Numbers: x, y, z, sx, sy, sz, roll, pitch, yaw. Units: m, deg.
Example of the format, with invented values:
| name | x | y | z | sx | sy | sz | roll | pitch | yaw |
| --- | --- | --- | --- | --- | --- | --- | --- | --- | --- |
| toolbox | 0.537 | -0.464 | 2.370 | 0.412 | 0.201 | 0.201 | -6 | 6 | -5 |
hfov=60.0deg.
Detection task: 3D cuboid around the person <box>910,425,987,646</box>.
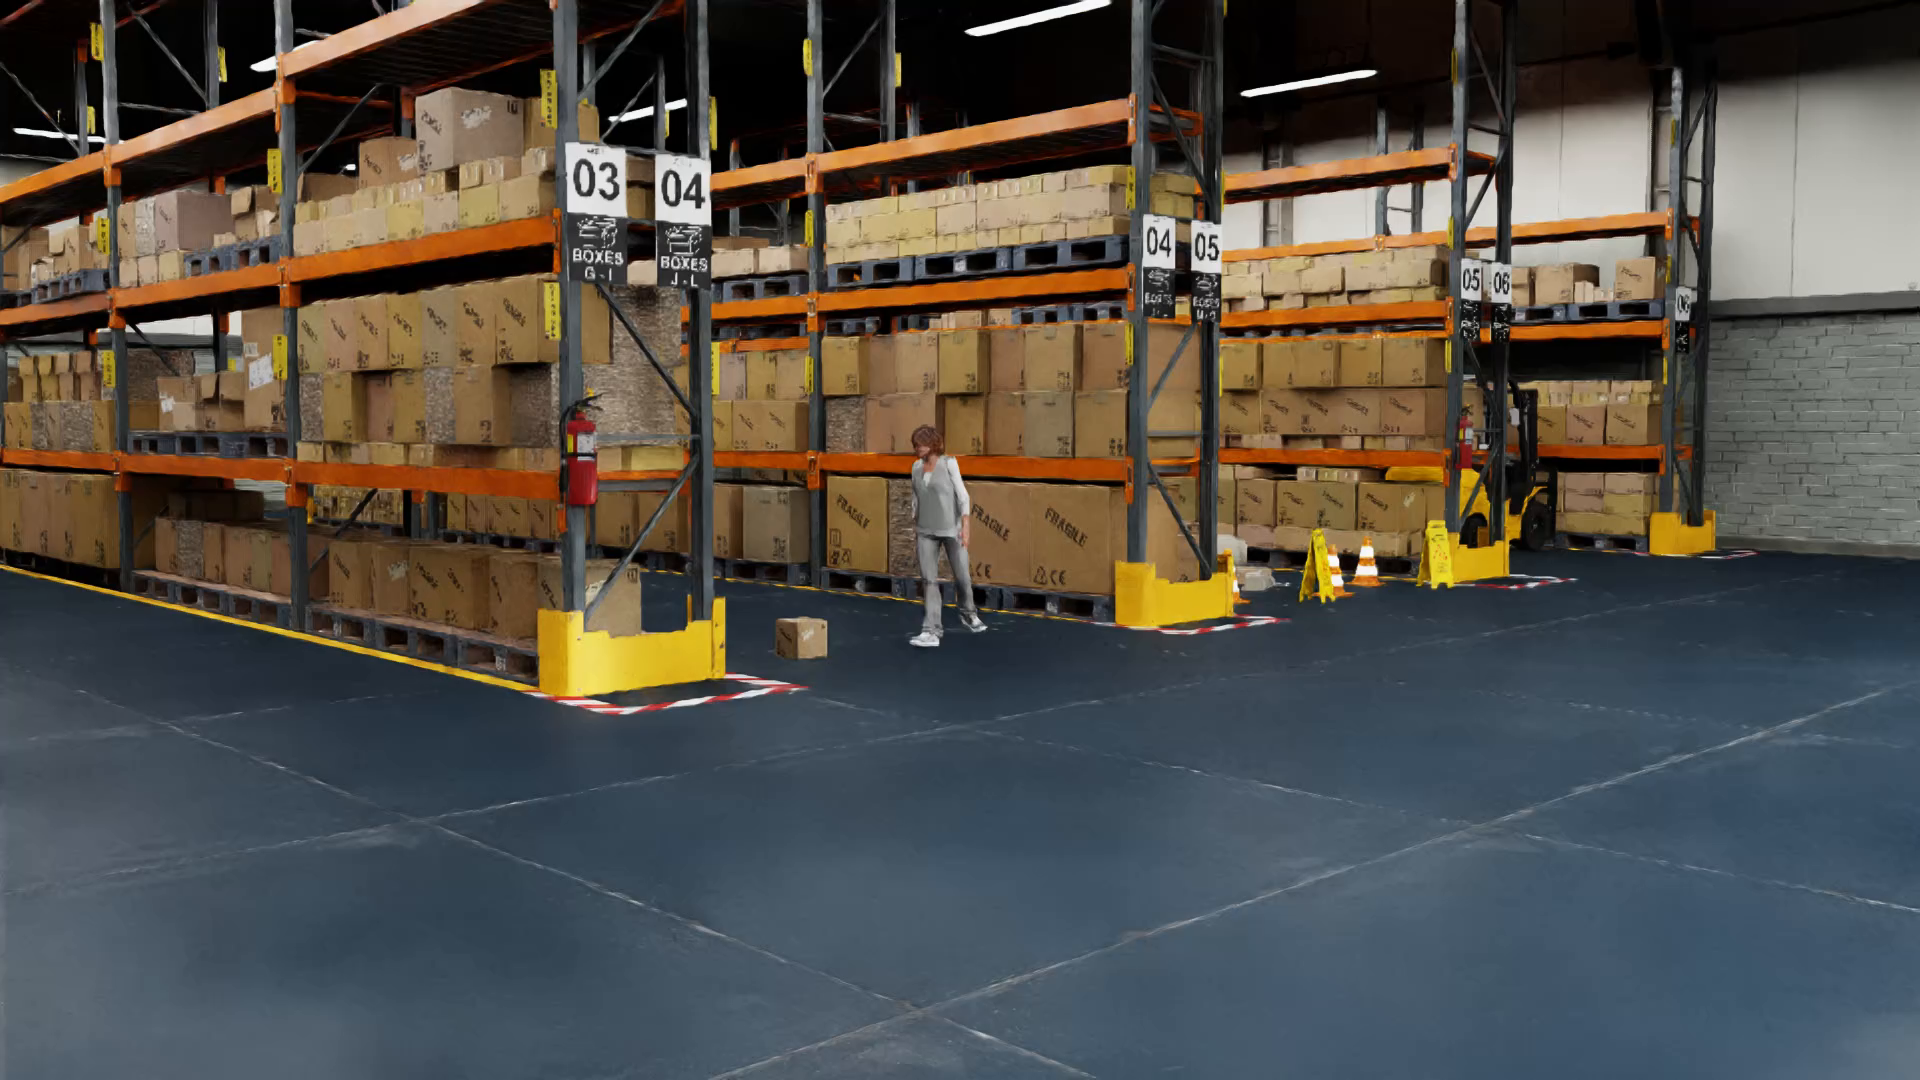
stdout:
| name | x | y | z | sx | sy | sz | roll | pitch | yaw |
| --- | --- | --- | --- | --- | --- | --- | --- | --- | --- |
| person | -0.124 | -0.044 | 11.879 | 0.486 | 1.549 | 0.831 | 1 | 4 | 20 |
